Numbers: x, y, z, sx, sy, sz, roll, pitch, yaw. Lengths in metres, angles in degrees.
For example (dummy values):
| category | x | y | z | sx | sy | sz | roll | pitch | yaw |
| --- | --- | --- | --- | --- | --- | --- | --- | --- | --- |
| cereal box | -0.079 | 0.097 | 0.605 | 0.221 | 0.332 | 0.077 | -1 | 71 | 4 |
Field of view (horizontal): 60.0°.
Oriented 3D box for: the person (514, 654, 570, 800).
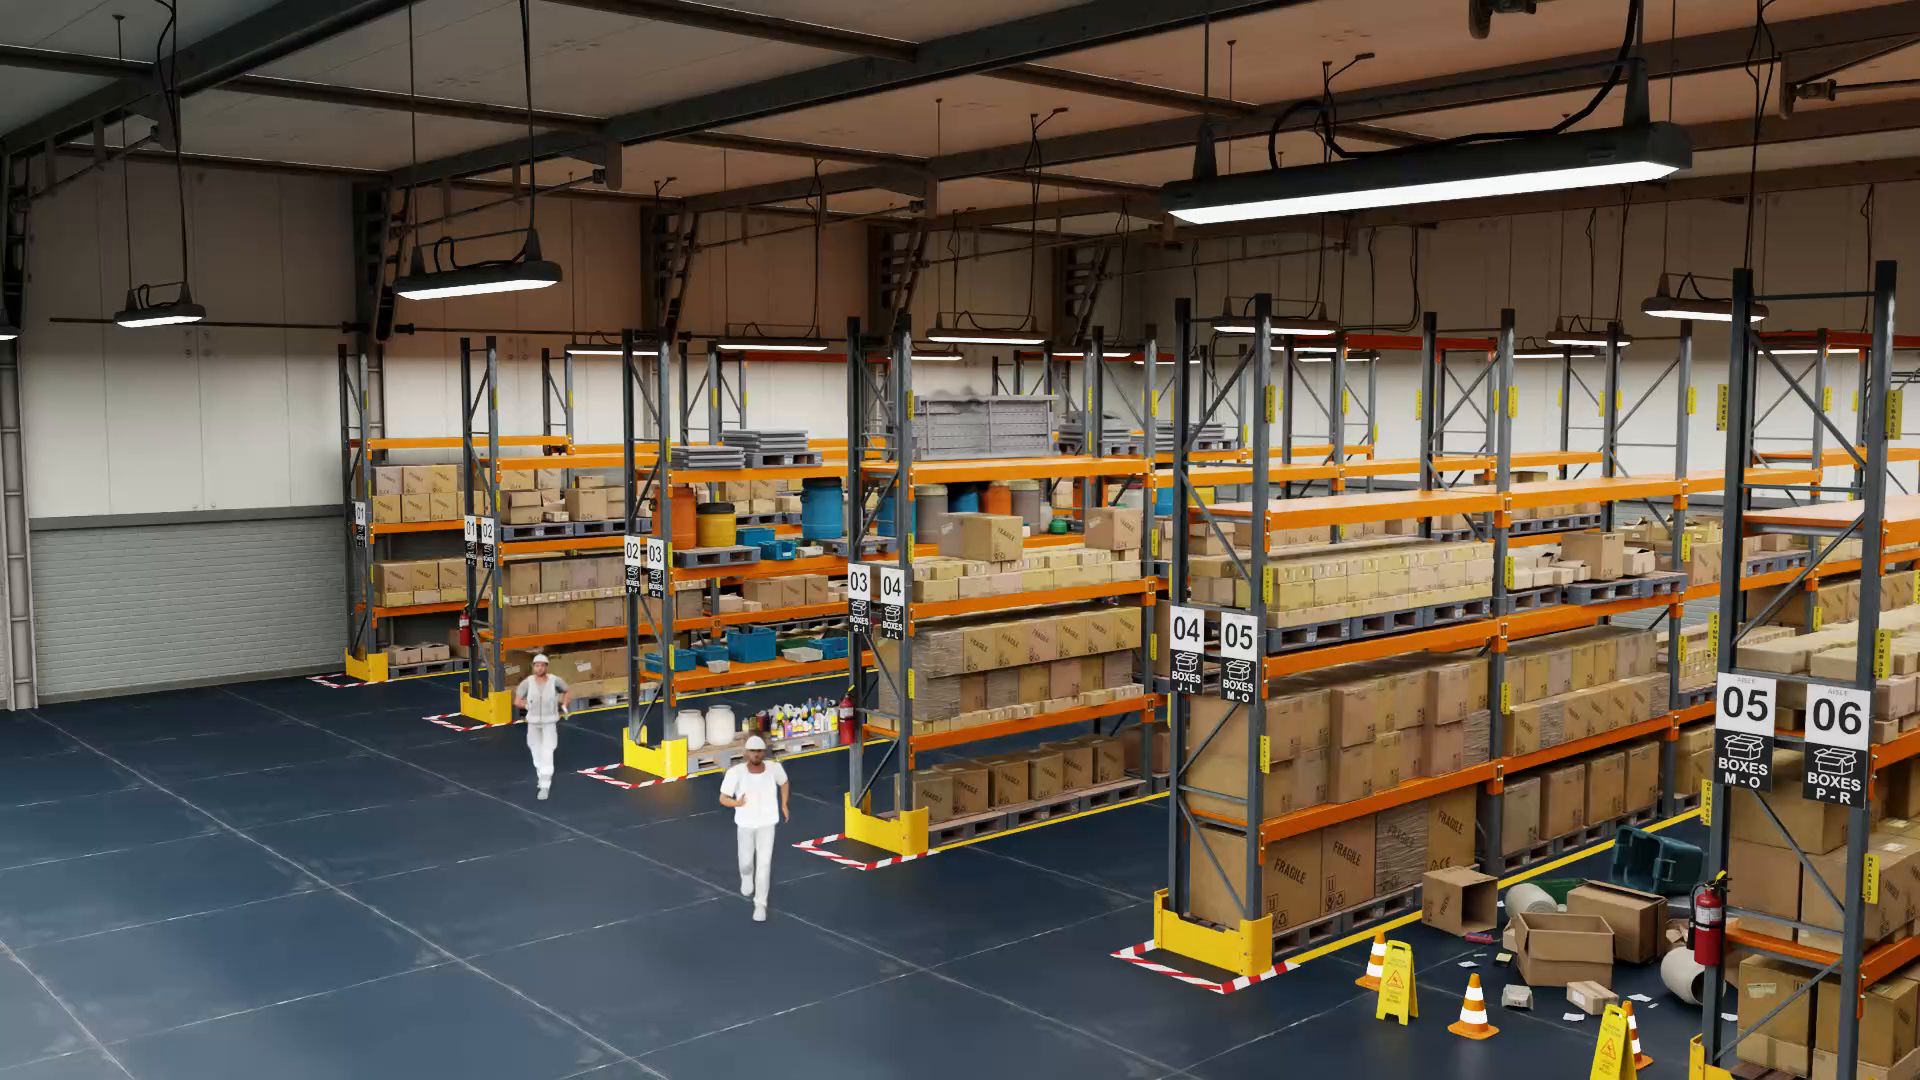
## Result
| category | x | y | z | sx | sy | sz | roll | pitch | yaw |
| --- | --- | --- | --- | --- | --- | --- | --- | --- | --- |
| person | -5.333 | 2.339 | 21.200 | 0.673 | 1.784 | 0.905 | 0 | 5 | -4 |

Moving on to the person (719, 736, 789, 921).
| category | x | y | z | sx | sy | sz | roll | pitch | yaw |
| --- | --- | --- | --- | --- | --- | --- | --- | --- | --- |
| person | -2.026 | 2.791 | 16.450 | 0.702 | 1.747 | 0.953 | -1 | 5 | -10 |
